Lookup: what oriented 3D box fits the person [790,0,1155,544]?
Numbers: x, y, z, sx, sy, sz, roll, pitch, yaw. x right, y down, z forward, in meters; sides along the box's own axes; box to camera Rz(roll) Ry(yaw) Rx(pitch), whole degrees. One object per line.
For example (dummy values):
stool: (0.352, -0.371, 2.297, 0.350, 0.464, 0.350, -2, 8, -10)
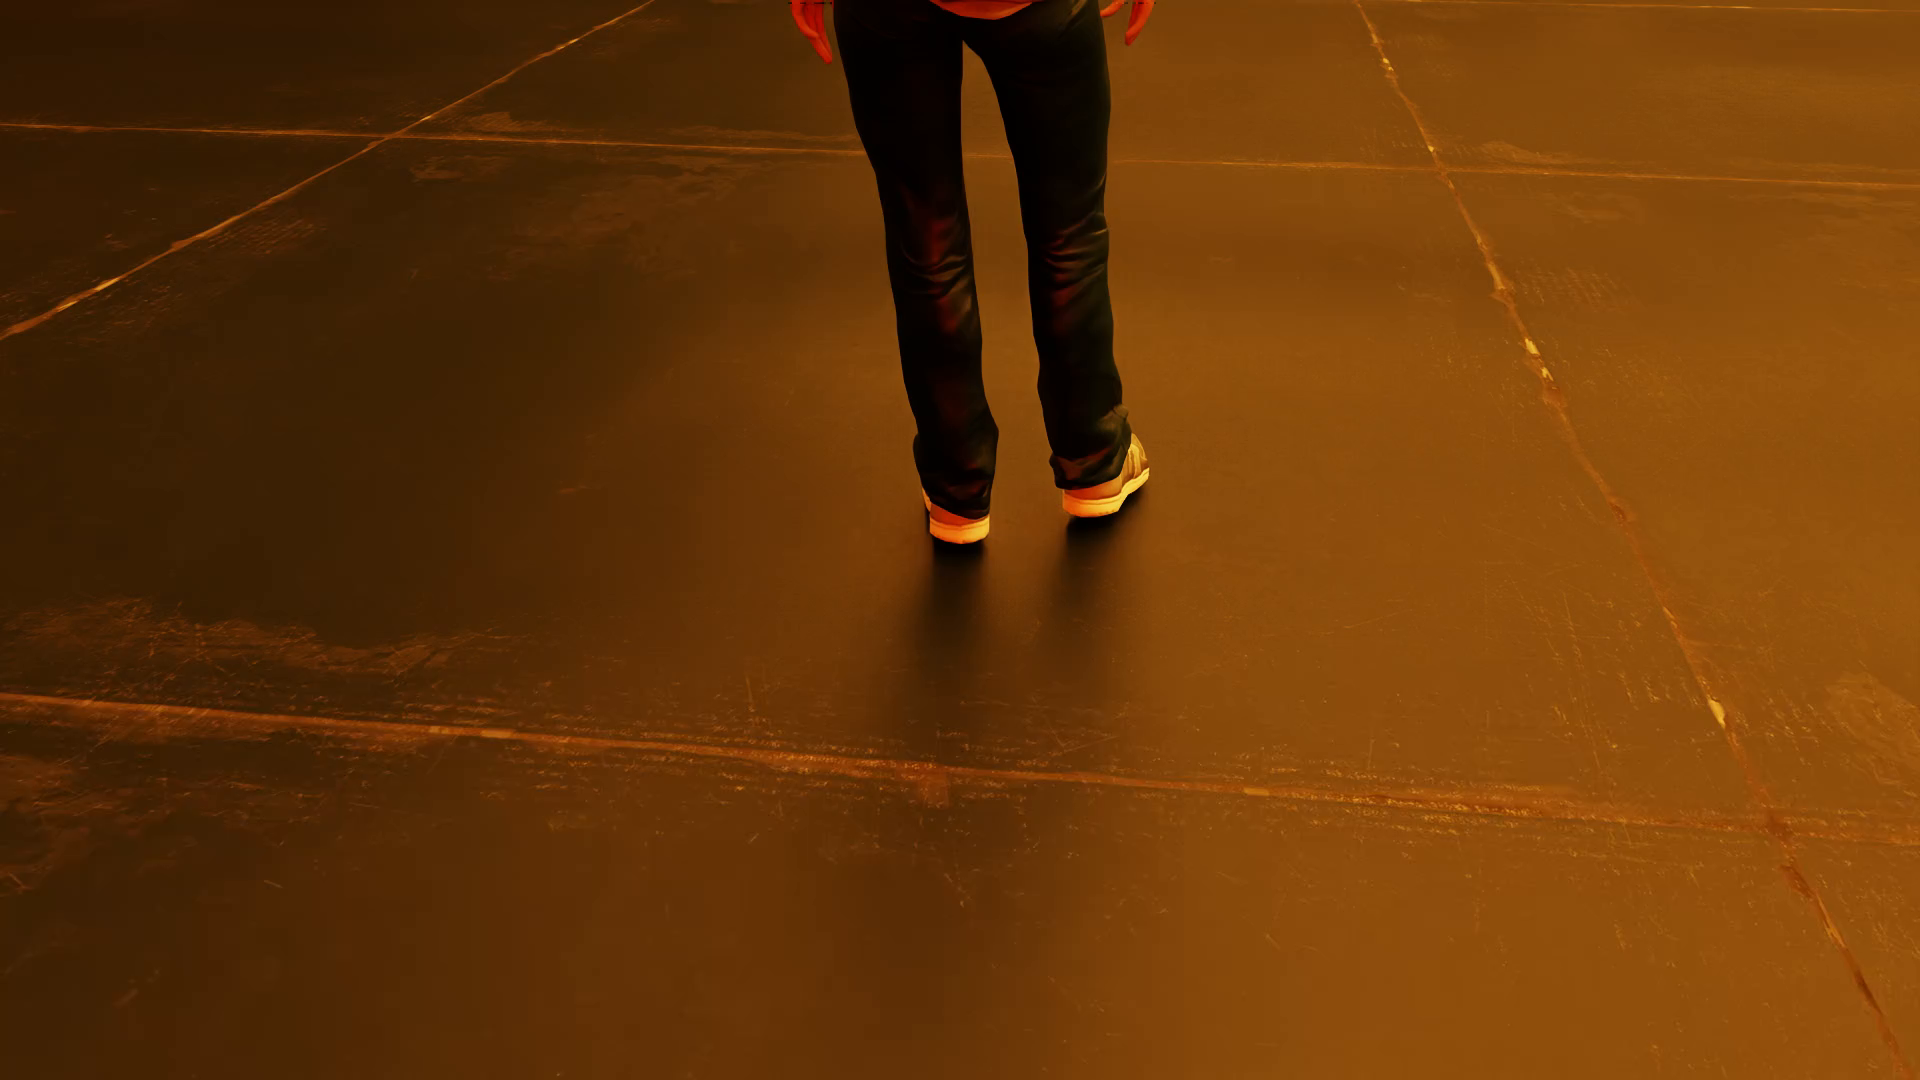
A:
person: (0.023, -0.753, 2.205, 0.521, 1.599, 0.473, 3, 27, 7)
